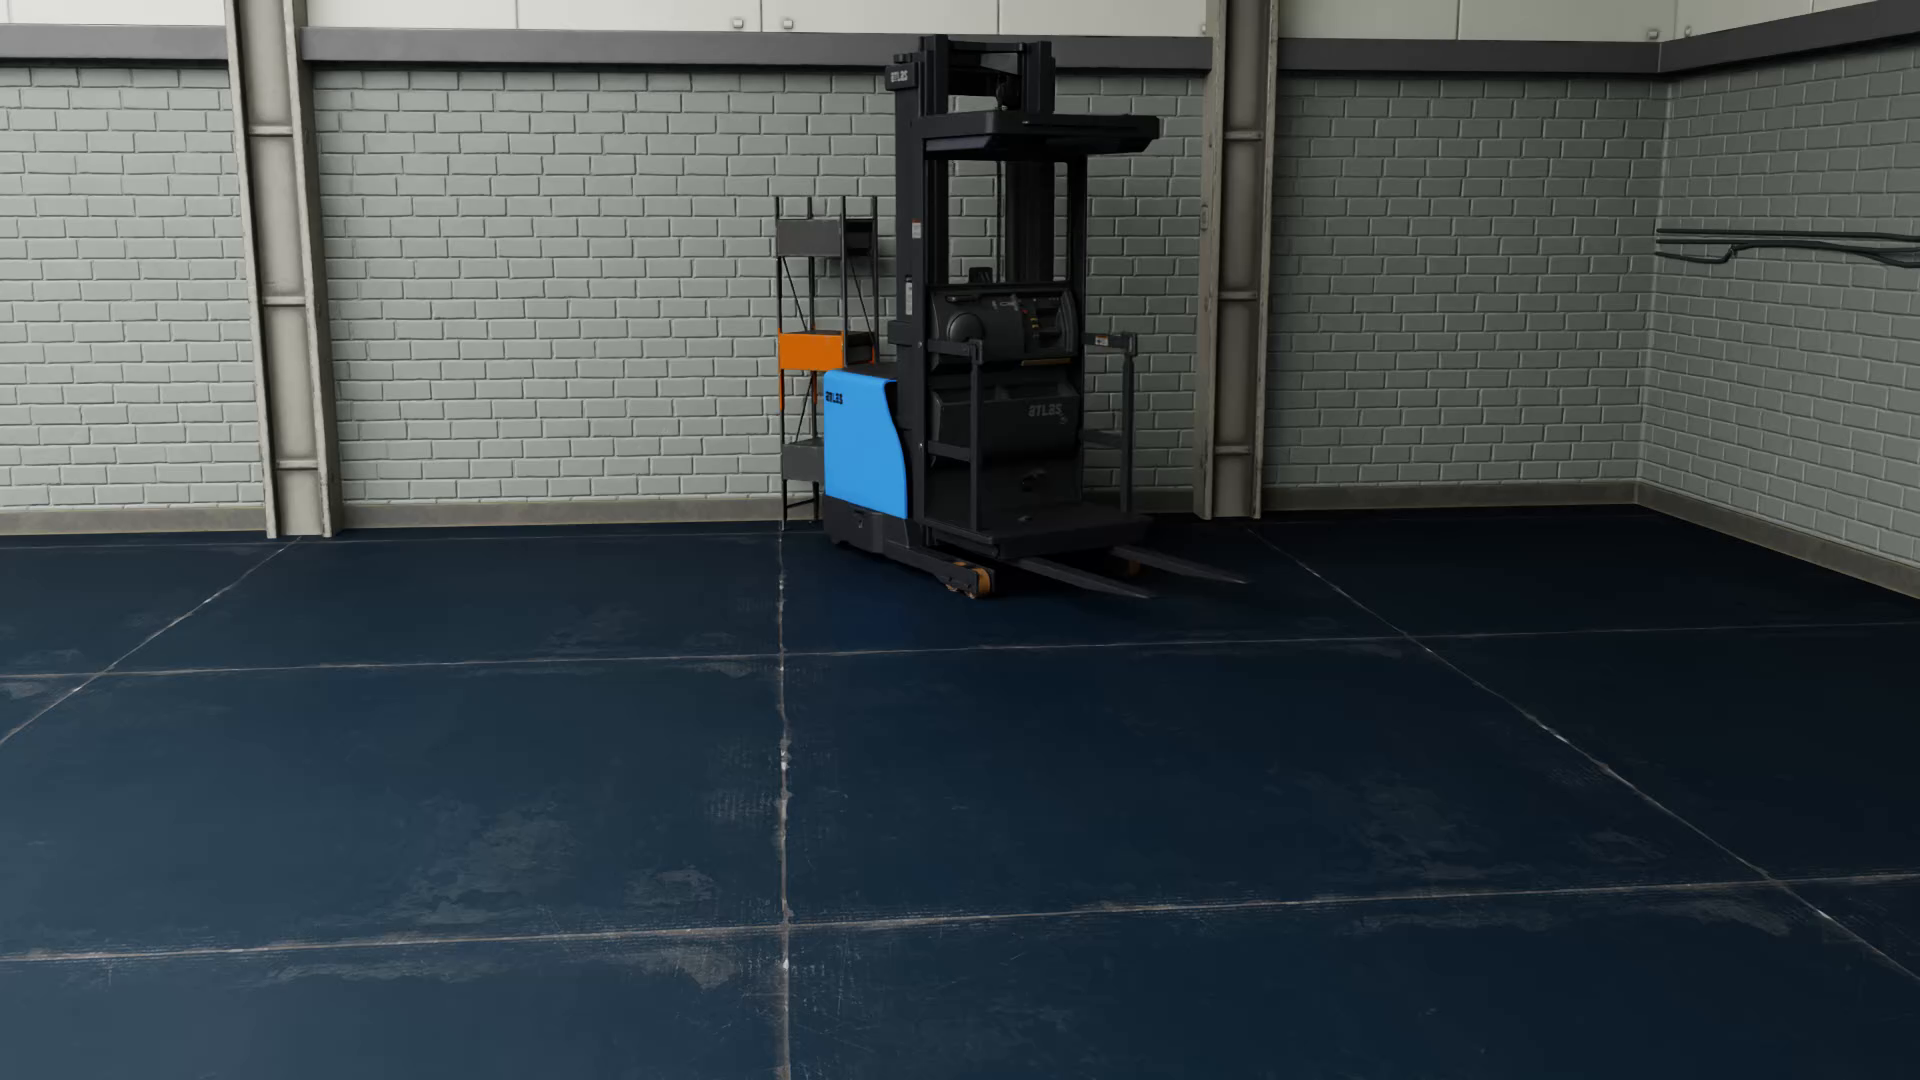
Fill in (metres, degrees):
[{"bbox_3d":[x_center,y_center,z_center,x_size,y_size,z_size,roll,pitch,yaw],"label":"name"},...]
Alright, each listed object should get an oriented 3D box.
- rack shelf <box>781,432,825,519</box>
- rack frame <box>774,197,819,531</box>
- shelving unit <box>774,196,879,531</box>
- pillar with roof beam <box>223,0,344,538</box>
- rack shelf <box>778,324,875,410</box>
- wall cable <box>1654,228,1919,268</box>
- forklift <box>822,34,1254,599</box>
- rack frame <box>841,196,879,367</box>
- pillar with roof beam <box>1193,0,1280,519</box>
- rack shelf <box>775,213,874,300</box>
[{"bbox_3d":[-0.826,-0.401,10.659,0.480,0.518,0.431,6,12,28],"label":"rack shelf"},{"bbox_3d":[-1.043,-1.123,10.637,0.015,2.100,0.400,6,12,28],"label":"rack frame"},{"bbox_3d":[-0.829,-1.102,10.522,0.503,2.100,0.431,6,12,28],"label":"shelving unit"},{"bbox_3d":[-3.700,-3.635,5.531,0.400,9.000,9.100,-1,11,-6],"label":"pillar with roof beam"},{"bbox_3d":[-0.829,-1.088,10.525,0.480,0.518,0.431,6,12,28],"label":"rack shelf"},{"bbox_3d":[4.872,-2.870,9.688,0.112,2.526,3.097,-1,11,-6],"label":"wall cable"},{"bbox_3d":[0.364,-1.229,9.019,1.130,2.935,3.031,-7,13,-31],"label":"forklift"},{"bbox_3d":[-0.615,-1.080,10.407,0.015,2.100,0.400,6,12,28],"label":"rack frame"},{"bbox_3d":[2.265,-3.760,6.167,0.400,9.000,9.100,-1,11,-6],"label":"pillar with roof beam"},{"bbox_3d":[-0.832,-1.775,10.391,0.480,0.518,0.431,6,12,28],"label":"rack shelf"}]
